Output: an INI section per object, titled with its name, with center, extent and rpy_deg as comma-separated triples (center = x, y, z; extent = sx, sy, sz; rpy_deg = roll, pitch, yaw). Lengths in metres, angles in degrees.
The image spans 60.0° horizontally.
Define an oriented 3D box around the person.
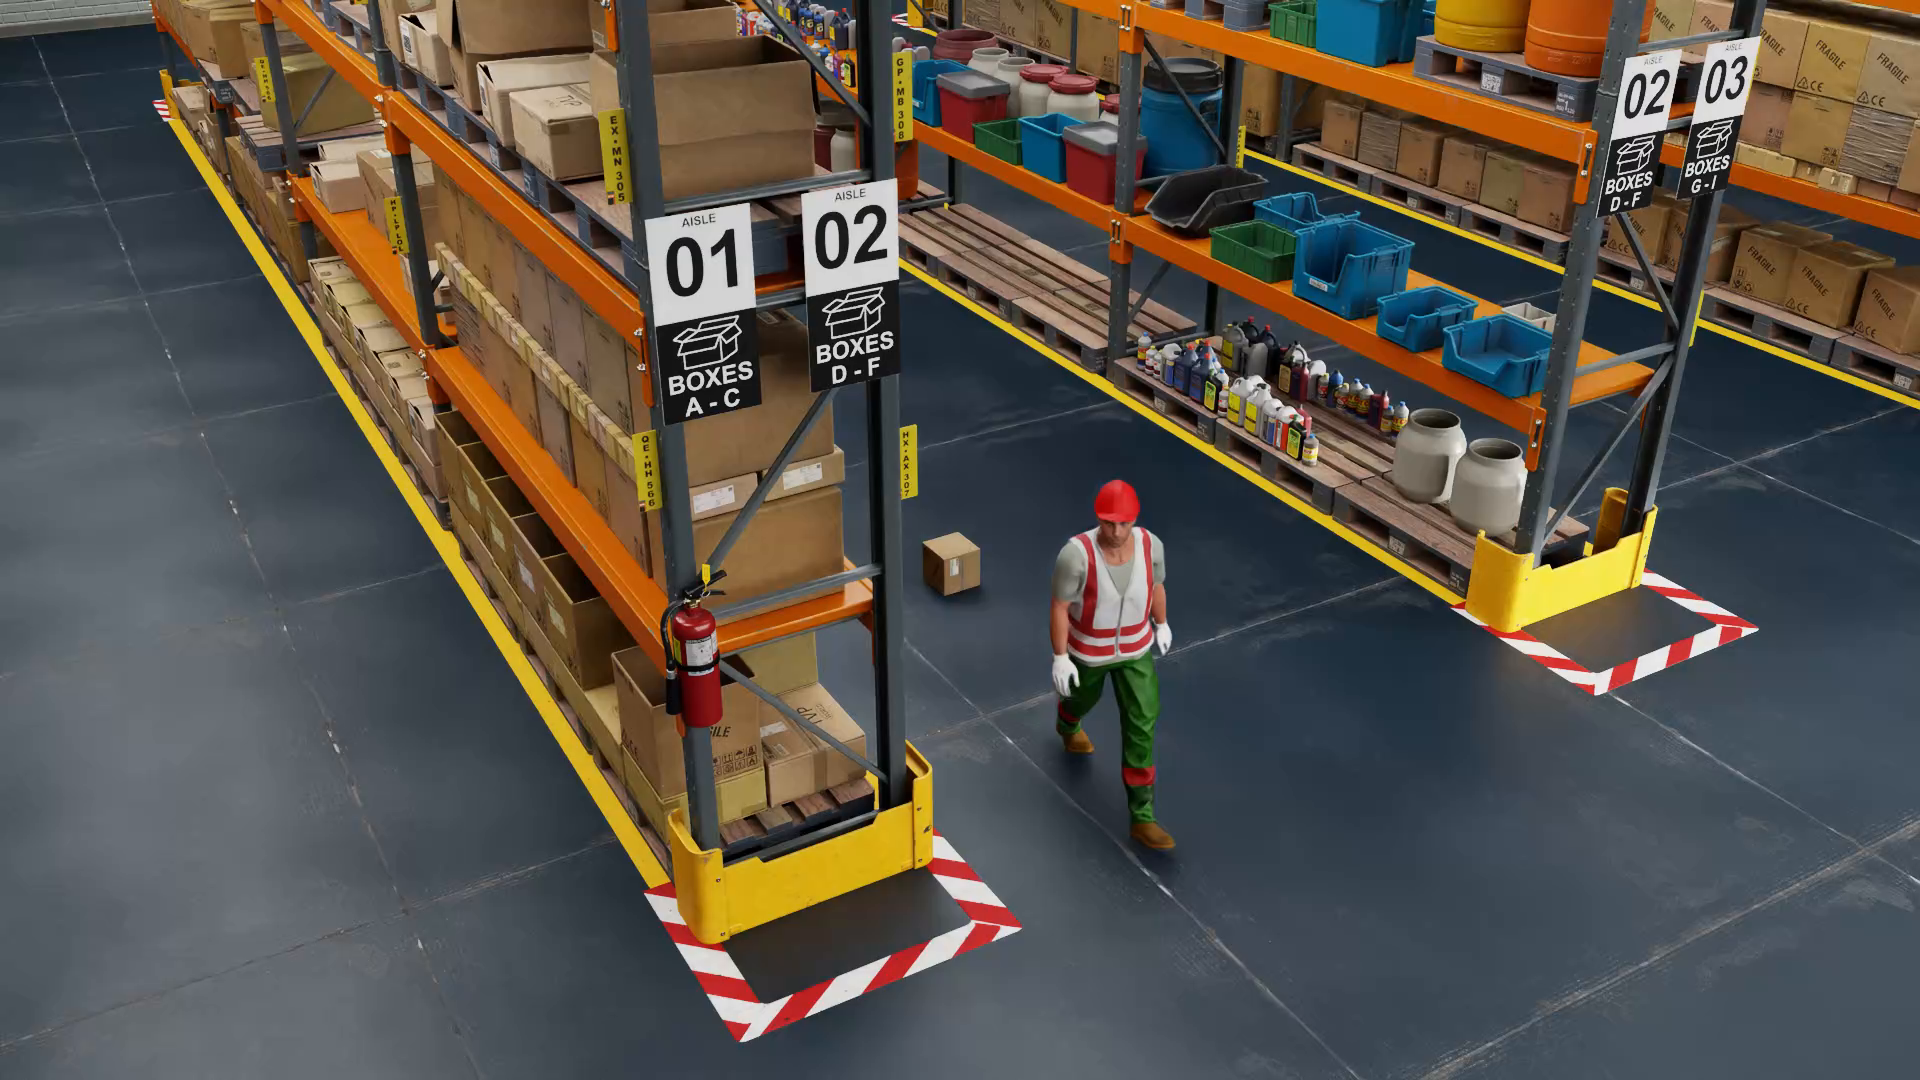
[person]
center = 0.719, 0.498, 7.661
extent = 0.644, 1.732, 1.101
rpy_deg = -5, 29, -9
